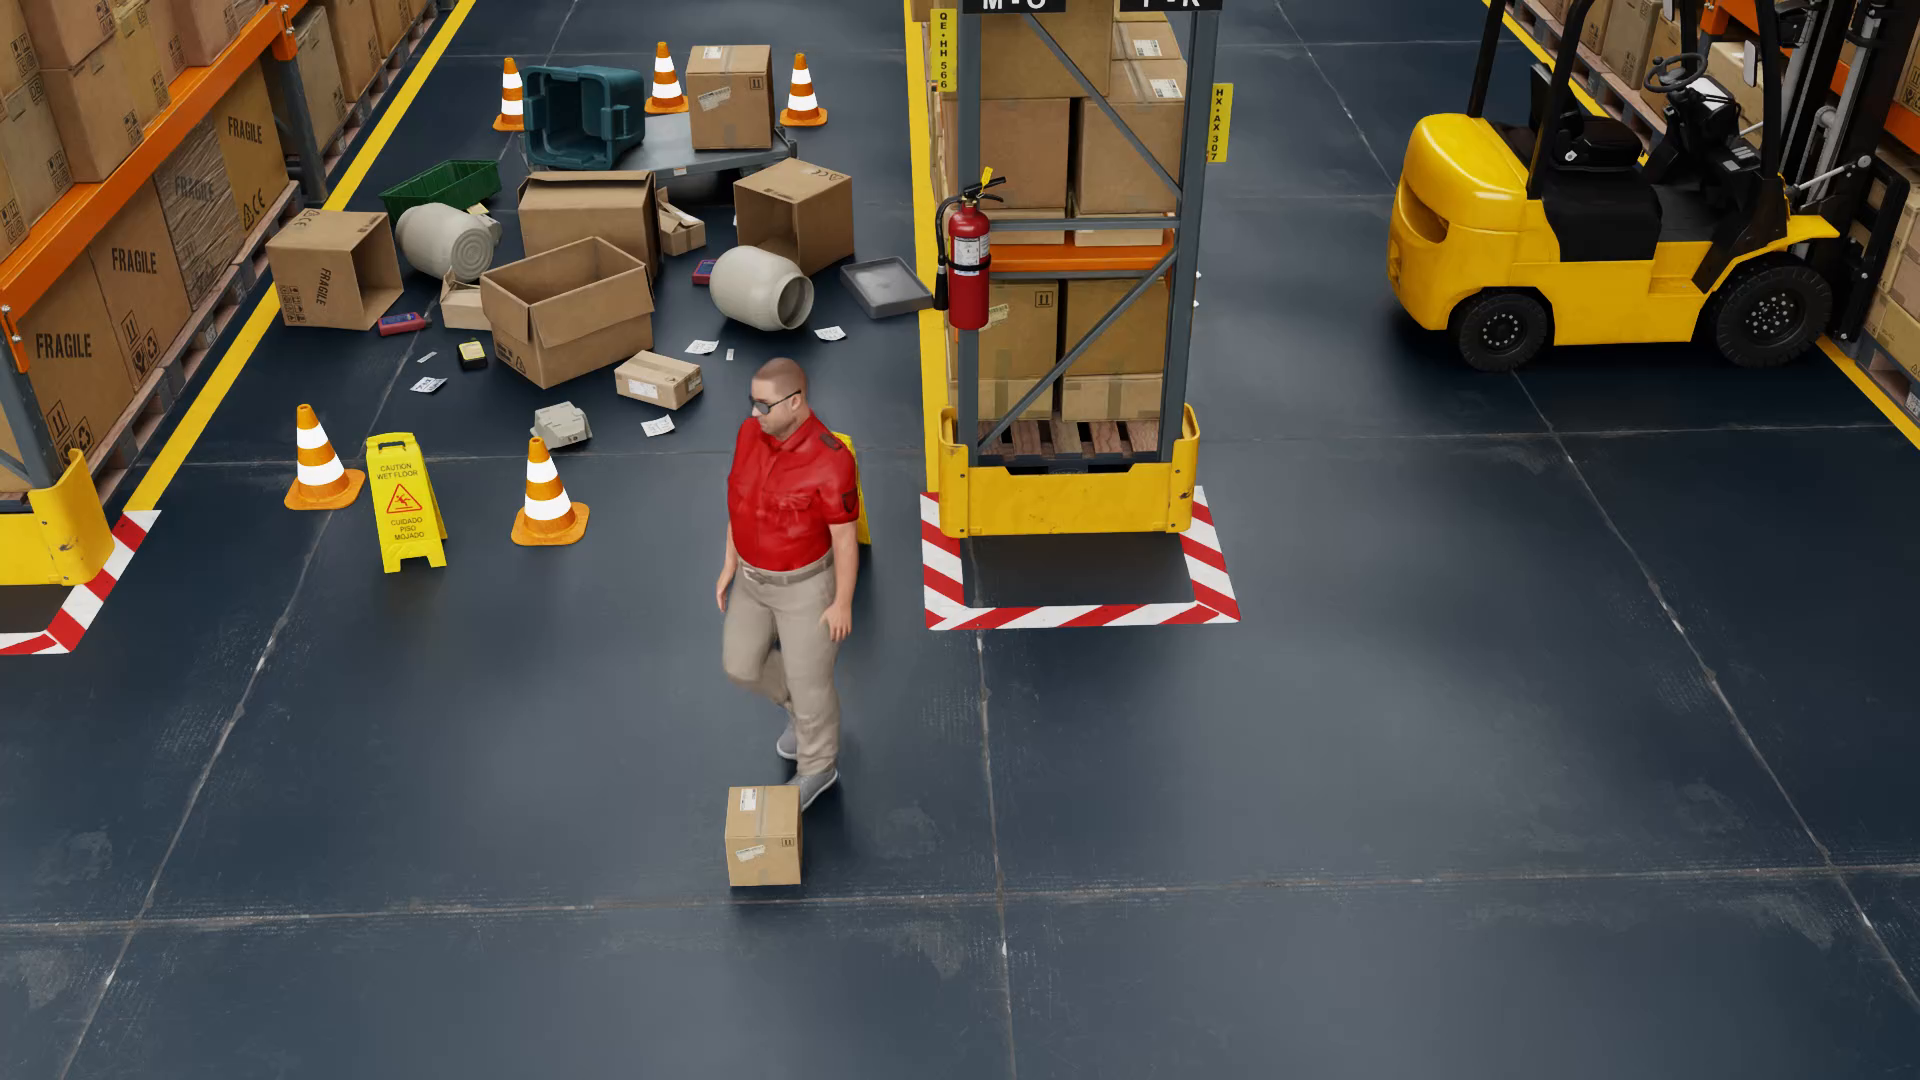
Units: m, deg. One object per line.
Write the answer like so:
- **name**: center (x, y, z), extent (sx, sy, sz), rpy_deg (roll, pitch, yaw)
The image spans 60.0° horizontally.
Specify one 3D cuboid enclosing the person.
- **person**: center (-0.631, 0.171, 5.918), extent (0.561, 1.721, 0.538), rpy_deg (24, 41, 30)
